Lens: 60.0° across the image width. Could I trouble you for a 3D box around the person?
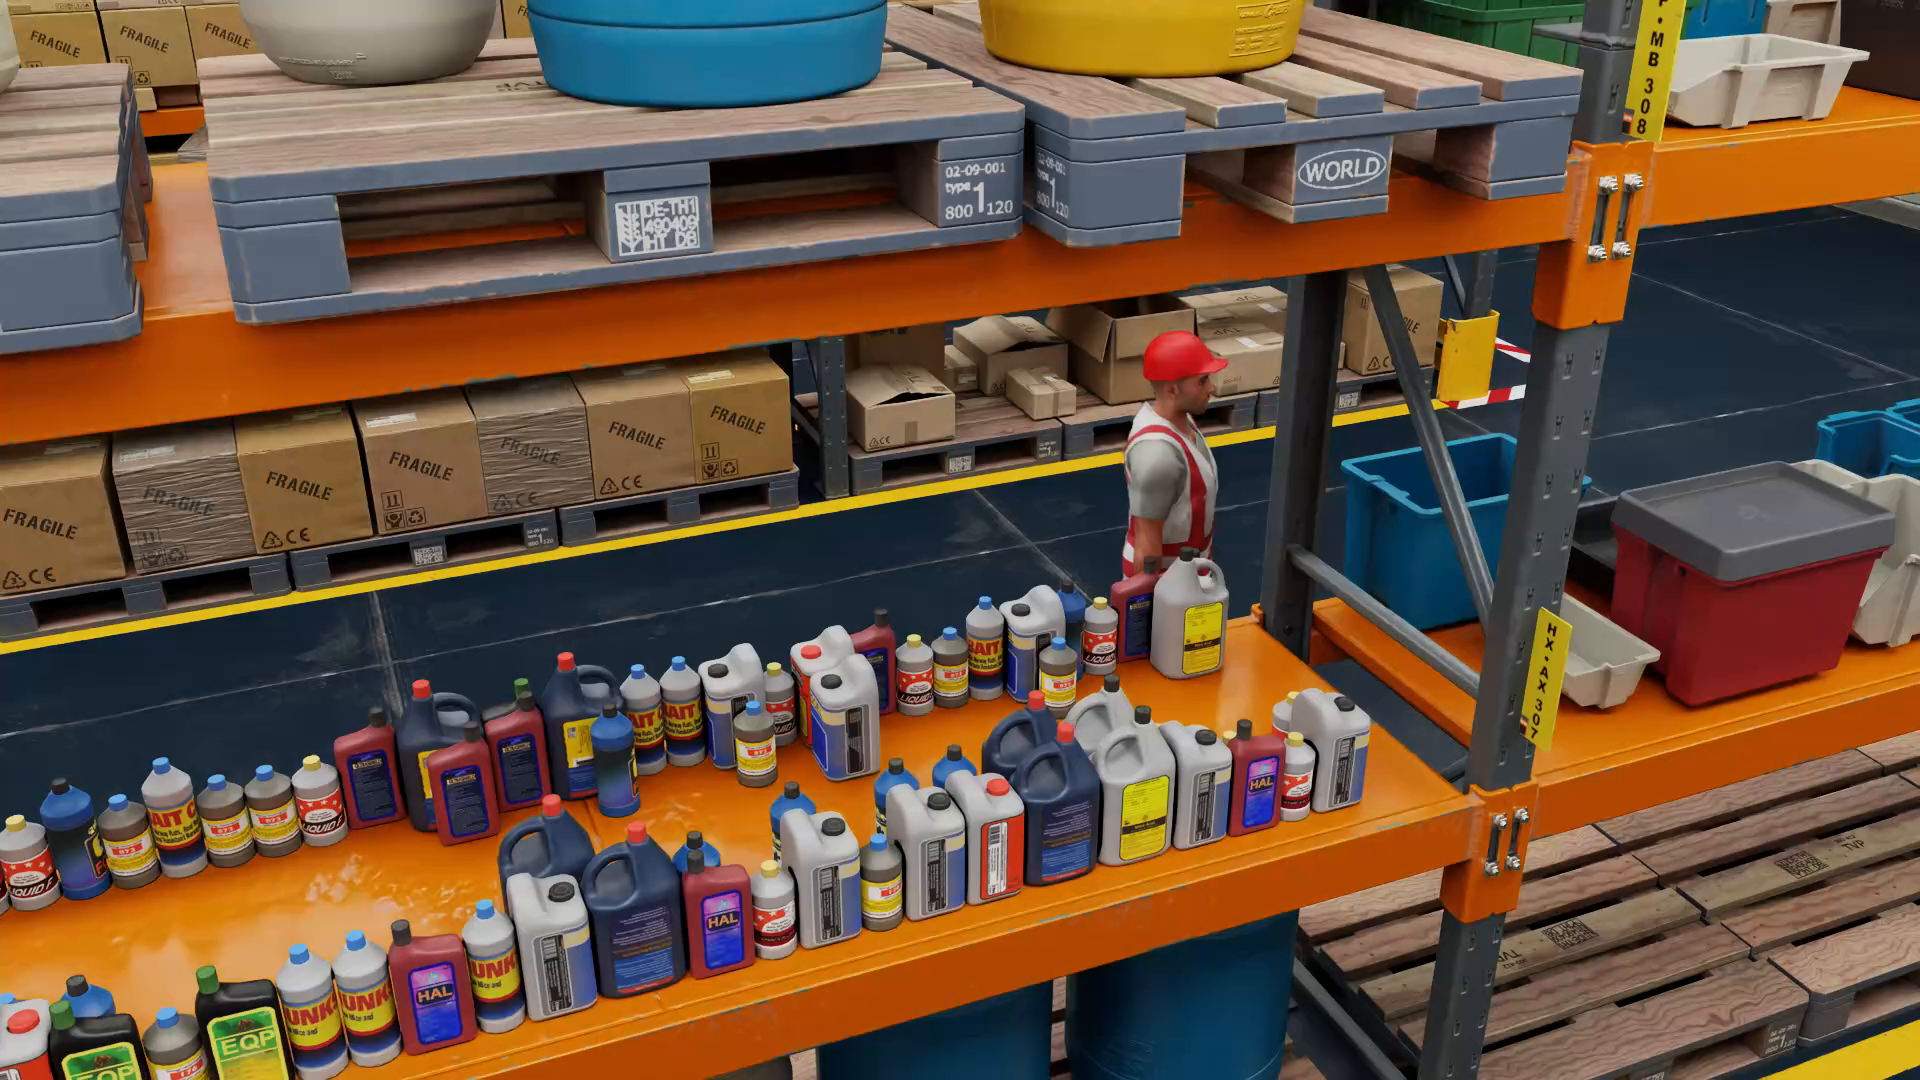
[{"bbox_3d":[0.853,0.146,5.768,0.633,1.786,0.551,4,26,9],"label":"person"}]
